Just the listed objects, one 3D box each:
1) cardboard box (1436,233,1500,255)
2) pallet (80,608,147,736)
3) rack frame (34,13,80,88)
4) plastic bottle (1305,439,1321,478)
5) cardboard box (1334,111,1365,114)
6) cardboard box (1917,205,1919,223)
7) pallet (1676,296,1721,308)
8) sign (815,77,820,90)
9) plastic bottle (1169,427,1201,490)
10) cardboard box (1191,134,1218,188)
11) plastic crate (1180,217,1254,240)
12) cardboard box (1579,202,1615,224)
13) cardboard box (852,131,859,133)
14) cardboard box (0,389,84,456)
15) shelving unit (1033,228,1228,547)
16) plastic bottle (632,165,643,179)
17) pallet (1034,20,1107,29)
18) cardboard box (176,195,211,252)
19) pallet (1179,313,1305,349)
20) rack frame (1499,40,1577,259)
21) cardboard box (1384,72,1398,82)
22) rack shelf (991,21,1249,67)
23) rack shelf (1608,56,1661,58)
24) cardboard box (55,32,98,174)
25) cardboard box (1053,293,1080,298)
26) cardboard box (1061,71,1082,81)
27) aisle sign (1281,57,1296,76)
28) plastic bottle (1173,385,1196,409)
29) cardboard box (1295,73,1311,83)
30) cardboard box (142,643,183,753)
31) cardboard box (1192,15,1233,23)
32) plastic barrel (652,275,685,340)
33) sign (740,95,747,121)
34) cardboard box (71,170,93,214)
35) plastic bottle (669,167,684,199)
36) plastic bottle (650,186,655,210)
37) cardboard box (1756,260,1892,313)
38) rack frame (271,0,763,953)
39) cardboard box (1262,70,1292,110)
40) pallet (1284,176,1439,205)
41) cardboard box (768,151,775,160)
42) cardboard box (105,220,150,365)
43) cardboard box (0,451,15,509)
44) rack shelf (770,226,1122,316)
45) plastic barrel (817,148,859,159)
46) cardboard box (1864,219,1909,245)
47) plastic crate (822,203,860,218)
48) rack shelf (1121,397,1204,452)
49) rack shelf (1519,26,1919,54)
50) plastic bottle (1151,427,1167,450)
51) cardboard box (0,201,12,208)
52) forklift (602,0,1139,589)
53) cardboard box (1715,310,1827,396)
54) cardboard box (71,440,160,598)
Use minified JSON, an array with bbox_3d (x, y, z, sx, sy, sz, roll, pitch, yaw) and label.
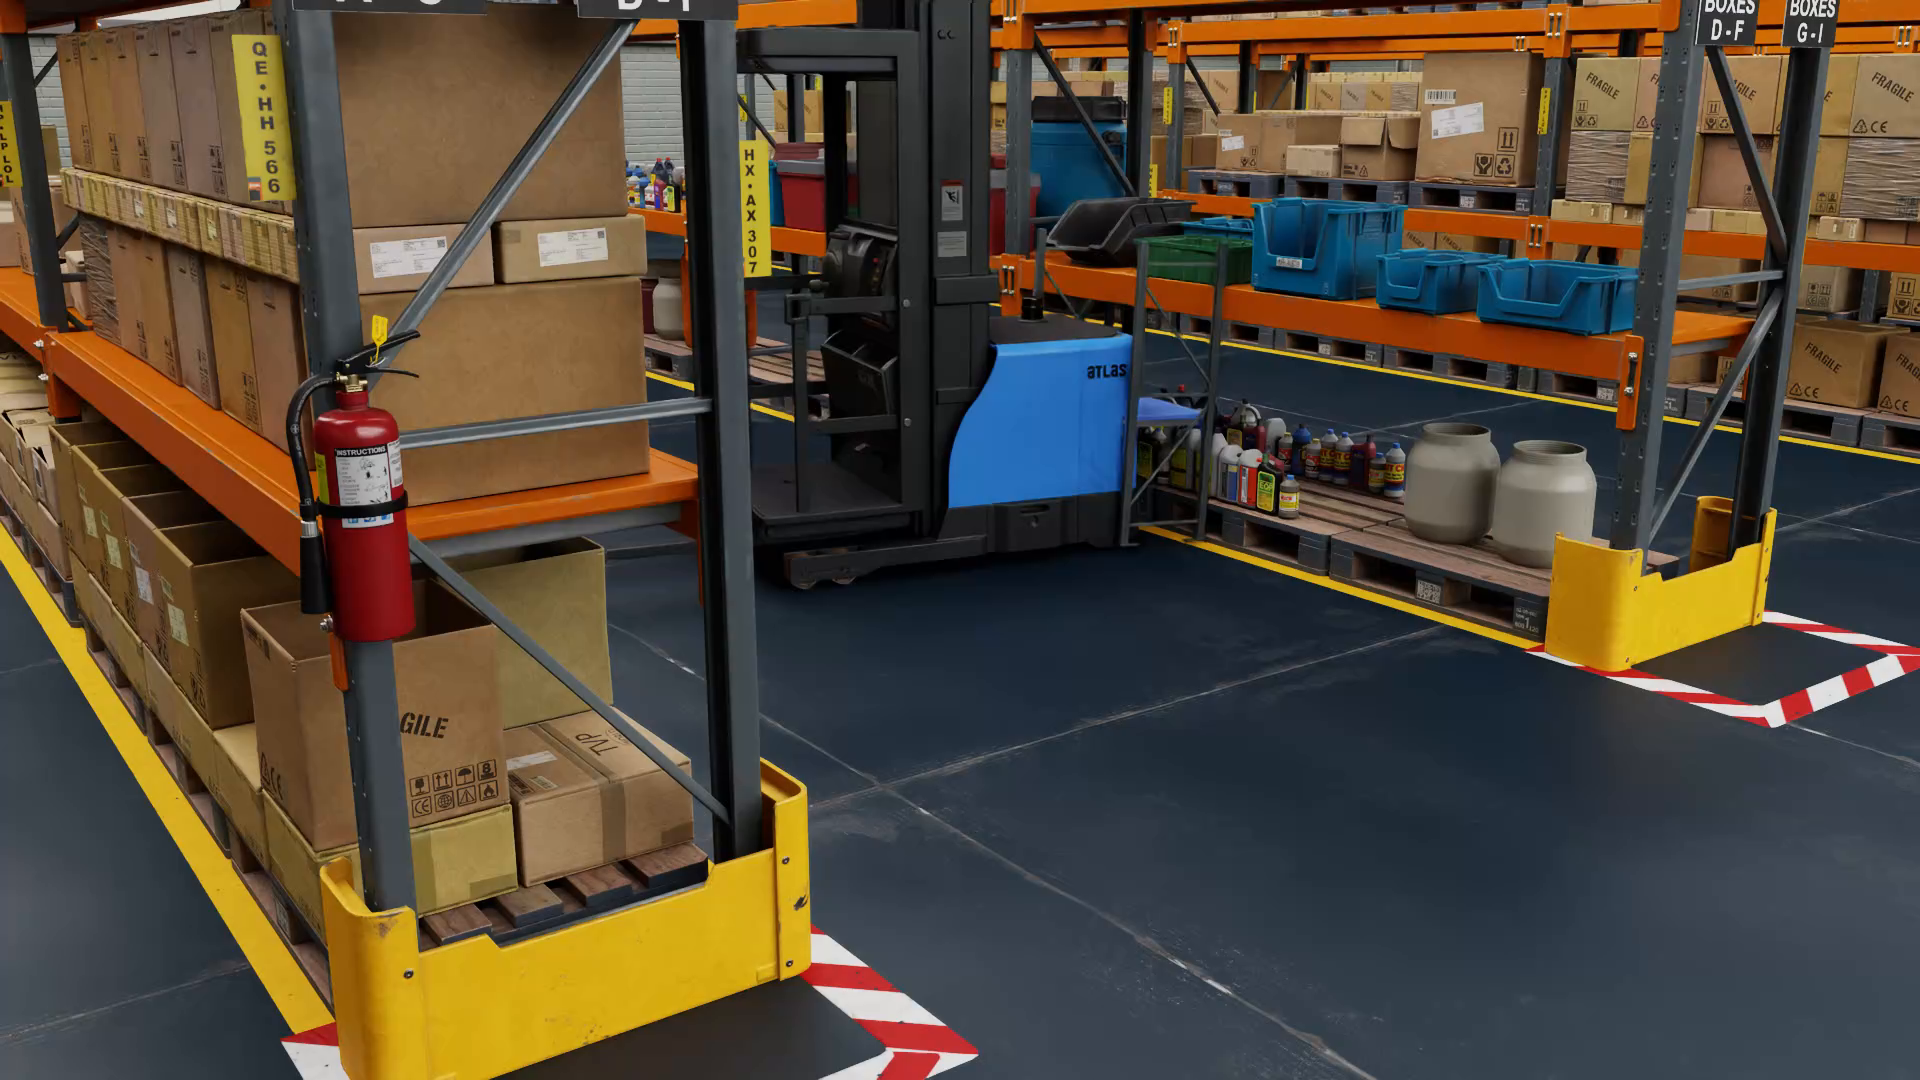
[{"bbox_3d":[5.825,-3.353,19.084,0.500,0.500,0.500,-11,19,-35],"label":"cardboard box"},{"bbox_3d":[-2.877,0.404,6.698,1.003,0.211,1.213,-11,19,-35],"label":"pallet"},{"bbox_3d":[-5.663,-1.971,10.095,1.000,3.000,0.127,-11,19,-35],"label":"rack frame"},{"bbox_3d":[1.917,-0.444,8.985,0.097,0.201,0.097,0,15,0],"label":"plastic bottle"},{"bbox_3d":[4.693,-5.047,19.888,0.380,0.149,0.250,-10,18,-32],"label":"cardboard box"},{"bbox_3d":[6.364,-2.201,10.183,0.875,0.500,0.500,-11,19,-35],"label":"cardboard box"},{"bbox_3d":[7.540,-2.471,17.204,1.003,0.211,1.213,-11,19,-35],"label":"pallet"},{"bbox_3d":[-1.904,-5.970,22.065,0.100,0.325,0.005,-11,19,-35],"label":"sign"},{"bbox_3d":[1.198,-0.452,8.728,0.144,0.351,0.185,-11,19,-35],"label":"plastic bottle"},{"bbox_3d":[2.287,-3.702,16.231,0.500,0.500,0.500,-10,18,-33],"label":"cardboard box"},{"bbox_3d":[1.568,-1.619,9.091,0.499,0.251,0.616,-11,19,-35],"label":"plastic crate"},{"bbox_3d":[4.724,-2.384,12.082,0.380,0.149,0.250,-11,19,-35],"label":"cardboard box"},{"bbox_3d":[-1.255,-5.008,20.912,0.500,0.250,0.500,-12,19,-36],"label":"cardboard box"},{"bbox_3d":[-4.676,-0.631,8.549,0.500,0.311,0.500,-11,19,-35],"label":"cardboard box"},{"bbox_3d":[0.830,-0.829,8.681,0.538,1.500,1.048,-4,15,-26],"label":"shelving unit"},{"bbox_3d":[-2.876,-3.210,14.865,0.097,0.271,0.097,0,15,0],"label":"plastic bottle"},{"bbox_3d":[1.271,-5.231,16.682,1.003,0.211,1.213,-10,18,-32],"label":"pallet"},{"bbox_3d":[-2.100,-0.952,4.954,0.380,0.149,0.250,-10,18,-33],"label":"cardboard box"},{"bbox_3d":[2.811,-1.996,15.468,1.003,0.211,1.213,-11,19,-35],"label":"pallet"},{"bbox_3d":[6.424,-4.256,18.444,1.000,3.000,0.127,-11,19,-35],"label":"rack frame"},{"bbox_3d":[6.721,-7.093,25.497,0.380,0.149,0.250,-11,19,-35],"label":"cardboard box"},{"bbox_3d":[1.176,-5.035,16.970,1.077,0.370,4.000,-11,19,-35],"label":"rack shelf"},{"bbox_3d":[10.853,-8.198,28.528,1.077,0.370,4.000,-11,19,-35],"label":"rack shelf"},{"bbox_3d":[-3.045,-1.697,6.447,0.700,0.500,0.500,-11,19,-34],"label":"cardboard box"},{"bbox_3d":[1.446,-3.028,17.185,1.225,0.875,0.875,-11,19,-34],"label":"cardboard box"},{"bbox_3d":[1.769,-6.501,24.001,0.500,0.500,0.500,-11,19,-35],"label":"cardboard box"},{"bbox_3d":[5.388,-7.979,27.120,0.394,0.787,0.004,-11,19,-35],"label":"aisle sign"},{"bbox_3d":[1.310,-0.727,9.733,0.144,0.351,0.185,-11,19,-36],"label":"plastic bottle"},{"bbox_3d":[5.649,-7.479,26.907,0.380,0.149,0.250,-10,18,-33],"label":"cardboard box"},{"bbox_3d":[-2.405,0.474,5.576,0.500,0.250,0.500,-11,19,-35],"label":"cardboard box"},{"bbox_3d":[2.423,-4.742,14.823,0.500,0.250,0.500,-10,18,-34],"label":"cardboard box"},{"bbox_3d":[-2.360,-1.950,13.936,0.421,0.512,0.421,0,15,0],"label":"plastic barrel"},{"bbox_3d":[-2.804,-5.587,21.517,0.100,0.325,0.005,-11,19,-35],"label":"sign"},{"bbox_3d":[-3.162,-1.337,6.360,0.380,0.149,0.250,-11,19,-34],"label":"cardboard box"},{"bbox_3d":[-2.462,-3.118,14.521,0.152,0.276,0.135,-11,19,-35],"label":"plastic bottle"},{"bbox_3d":[-2.426,-2.740,13.282,0.097,0.201,0.097,0,15,0],"label":"plastic bottle"},{"bbox_3d":[8.338,-2.638,15.998,1.050,0.750,0.750,-11,19,-35],"label":"cardboard box"},{"bbox_3d":[-0.959,-0.263,3.854,1.000,3.000,0.127,-11,19,-35],"label":"rack frame"},{"bbox_3d":[4.004,-5.918,21.871,0.500,0.500,0.500,-10,18,-33],"label":"cardboard box"},{"bbox_3d":[3.549,-2.999,14.214,1.003,0.211,1.213,-11,19,-35],"label":"pallet"},{"bbox_3d":[-2.258,-4.913,21.322,0.380,0.149,0.250,-11,19,-35],"label":"cardboard box"},{"bbox_3d":[-2.730,-0.960,6.211,0.700,0.500,0.500,-11,19,-35],"label":"cardboard box"},{"bbox_3d":[-4.684,-0.363,8.634,0.500,0.250,0.500,-10,18,-33],"label":"cardboard box"},{"bbox_3d":[-0.478,-1.965,11.436,1.077,0.370,4.000,-11,19,-35],"label":"rack shelf"},{"bbox_3d":[-0.876,-2.606,12.205,0.421,0.512,0.421,0,15,0],"label":"plastic barrel"},{"bbox_3d":[5.973,-1.972,10.573,0.380,0.149,0.250,-11,19,-35],"label":"cardboard box"},{"bbox_3d":[-0.554,-2.111,11.007,0.450,0.188,0.662,-11,19,-35],"label":"plastic crate"},{"bbox_3d":[0.821,-0.654,8.722,0.538,0.185,1.000,-4,15,-26],"label":"rack shelf"},{"bbox_3d":[7.600,-4.929,16.583,1.077,0.370,4.000,-11,19,-35],"label":"rack shelf"},{"bbox_3d":[1.065,-0.478,8.977,0.097,0.271,0.097,0,15,0],"label":"plastic bottle"},{"bbox_3d":[-5.484,-1.844,9.798,0.500,0.311,0.500,-10,18,-31],"label":"cardboard box"},{"bbox_3d":[-0.666,-1.345,7.938,3.031,2.935,1.130,-6,16,-21],"label":"forklift"},{"bbox_3d":[5.679,-1.317,11.647,0.500,0.500,0.500,-13,20,-39],"label":"cardboard box"},{"bbox_3d":[-2.991,-0.102,6.258,0.500,0.500,0.500,-11,19,-35],"label":"cardboard box"}]
